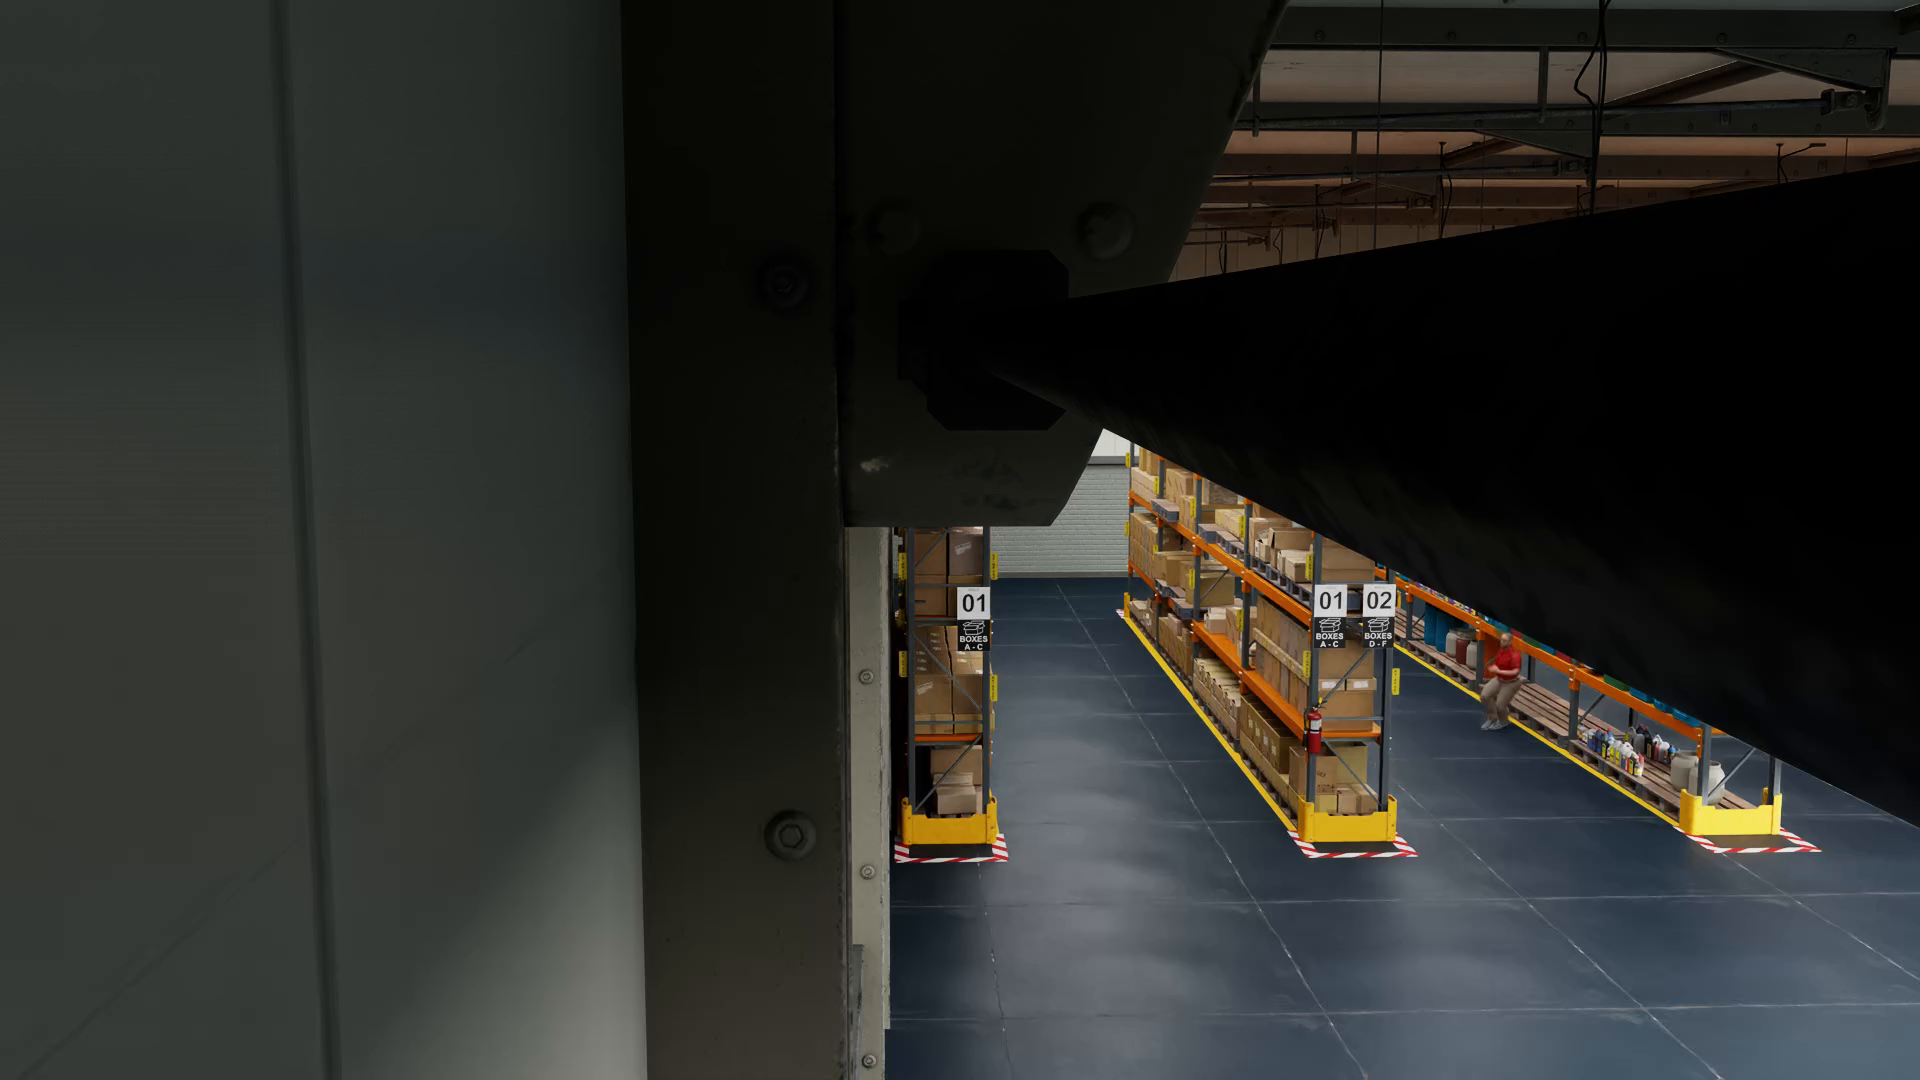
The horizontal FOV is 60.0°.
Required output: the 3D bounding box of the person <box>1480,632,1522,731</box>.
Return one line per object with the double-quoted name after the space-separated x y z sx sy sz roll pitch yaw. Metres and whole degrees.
8.442 2.215 25.914 0.709 1.627 0.851 -4 8 -29 "person"
